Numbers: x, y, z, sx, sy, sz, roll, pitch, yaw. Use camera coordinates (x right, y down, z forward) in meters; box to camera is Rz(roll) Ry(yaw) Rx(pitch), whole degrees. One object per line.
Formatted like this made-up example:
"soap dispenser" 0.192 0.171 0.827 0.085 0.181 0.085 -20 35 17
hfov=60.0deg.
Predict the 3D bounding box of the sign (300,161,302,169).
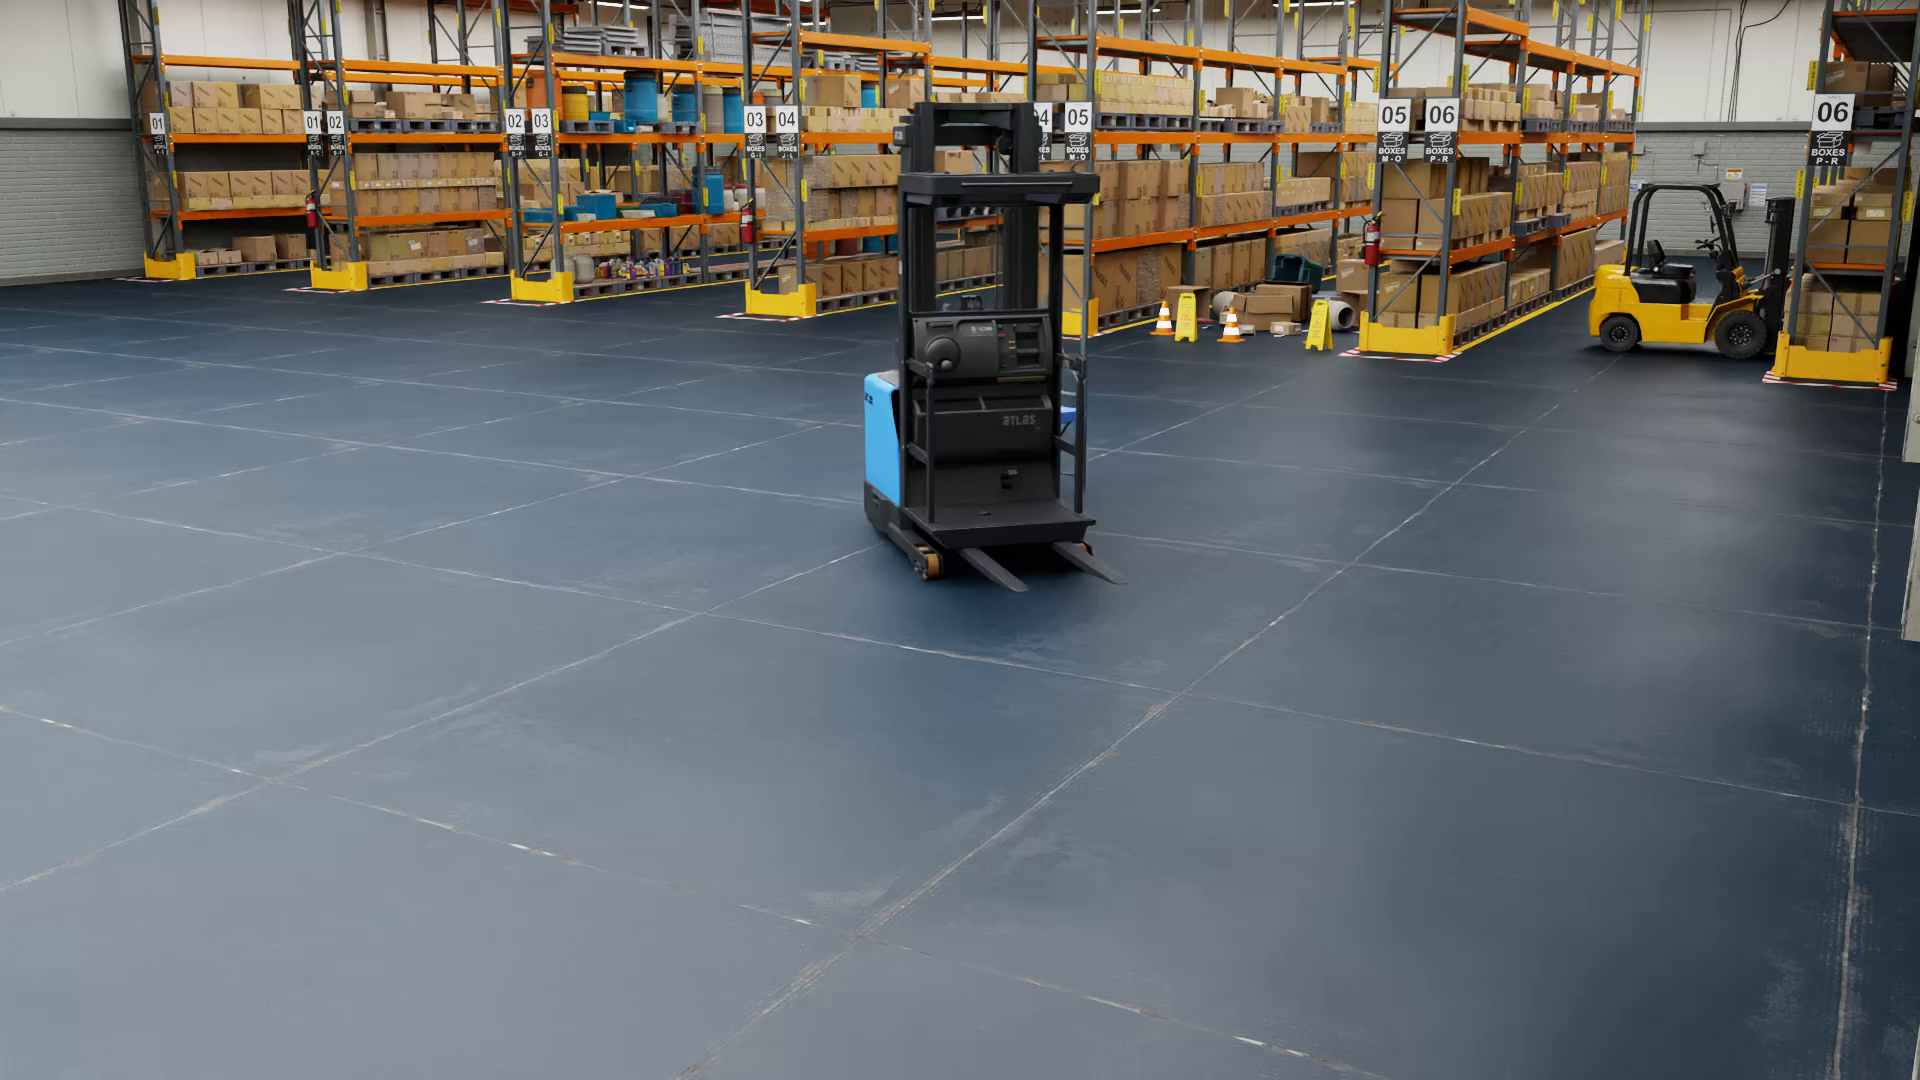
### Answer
"sign" -14.445 -8.164 36.528 0.100 0.325 0.005 7 15 28

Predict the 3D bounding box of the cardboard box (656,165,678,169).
"cardboard box" -8.394 -10.041 46.144 0.980 0.700 0.700 8 16 31

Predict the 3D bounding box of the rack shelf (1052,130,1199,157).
"rack shelf" 2.377 -5.971 25.036 1.077 0.370 4.000 7 15 28

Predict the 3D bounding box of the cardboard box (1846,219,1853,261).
"cardboard box" 10.854 -3.579 19.764 0.500 0.500 0.500 8 16 30

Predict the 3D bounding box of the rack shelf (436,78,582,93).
"rack shelf" -11.057 -11.143 40.940 1.077 0.370 4.000 7 15 28

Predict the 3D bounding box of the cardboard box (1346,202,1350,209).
"cardboard box" 7.914 -6.990 34.665 0.380 0.149 0.250 7 15 26

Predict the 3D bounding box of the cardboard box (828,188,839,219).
"cardboard box" -2.457 -5.454 26.909 0.875 0.500 0.500 7 15 28

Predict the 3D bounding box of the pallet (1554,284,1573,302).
"pallet" 10.106 -4.351 29.131 1.003 0.211 1.213 7 15 28

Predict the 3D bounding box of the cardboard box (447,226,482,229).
"cardboard box" -10.118 -6.151 34.019 0.500 0.500 0.500 7 15 28

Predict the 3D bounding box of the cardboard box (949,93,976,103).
"cardboard box" -0.181 -7.847 30.165 0.797 0.503 0.637 8 16 30

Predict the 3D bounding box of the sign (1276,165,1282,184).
"sign" 5.765 -6.594 30.015 0.100 0.325 0.005 7 15 28

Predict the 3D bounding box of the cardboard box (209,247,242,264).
"cardboard box" -15.203 -5.874 34.297 0.500 0.311 0.500 9 16 33

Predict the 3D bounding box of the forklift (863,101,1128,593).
"forklift" 0.212 -1.278 10.581 1.130 2.935 3.031 -4 14 -16

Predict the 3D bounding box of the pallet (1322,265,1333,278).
"pallet" 6.836 -5.399 33.477 1.003 0.211 1.213 7 15 28

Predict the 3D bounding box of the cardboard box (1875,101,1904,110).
"cardboard box" 12.655 -5.912 22.682 0.380 0.149 0.250 7 15 28

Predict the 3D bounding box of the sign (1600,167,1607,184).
"sign" 12.073 -6.839 31.200 0.100 0.325 0.005 7 15 28

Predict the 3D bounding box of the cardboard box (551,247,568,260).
"cardboard box" -8.711 -6.112 35.457 0.500 0.250 0.500 7 15 26

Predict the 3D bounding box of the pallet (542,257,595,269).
"pallet" -8.709 -6.030 36.095 1.003 0.211 1.213 7 15 28

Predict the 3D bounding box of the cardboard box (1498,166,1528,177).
"cardboard box" 8.263 -5.502 24.827 0.380 0.149 0.250 7 15 28

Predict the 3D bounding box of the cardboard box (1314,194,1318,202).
"cardboard box" 6.824 -6.737 32.717 0.380 0.149 0.250 7 15 25

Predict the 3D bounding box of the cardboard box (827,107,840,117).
"cardboard box" -2.129 -6.800 26.409 0.380 0.149 0.250 8 16 30

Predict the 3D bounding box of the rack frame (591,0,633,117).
"rack frame" -7.686 -10.716 36.782 1.000 3.000 0.127 7 15 28

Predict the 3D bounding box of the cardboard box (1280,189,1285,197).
"cardboard box" 5.816 -6.453 30.903 0.380 0.149 0.250 8 16 31

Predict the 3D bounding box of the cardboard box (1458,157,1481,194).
"cardboard box" 7.057 -5.244 23.904 0.700 0.500 0.500 7 15 28

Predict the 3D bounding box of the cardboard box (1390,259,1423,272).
"cardboard box" 6.070 -3.736 22.618 0.380 0.149 0.250 8 16 30

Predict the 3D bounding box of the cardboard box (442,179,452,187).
"cardboard box" -10.179 -7.002 32.581 0.380 0.149 0.250 8 16 30

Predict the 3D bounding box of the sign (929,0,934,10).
"sign" -0.483 -9.199 28.330 0.100 0.325 0.005 7 15 28

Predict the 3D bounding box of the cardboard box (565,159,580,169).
"cardboard box" -10.092 -9.623 42.559 0.500 0.250 0.500 8 16 29

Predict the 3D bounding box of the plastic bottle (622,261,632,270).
"plastic bottle" -6.194 -5.050 30.955 0.152 0.276 0.135 7 15 28

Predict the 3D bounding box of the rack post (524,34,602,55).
"rack post" -6.742 -8.410 28.285 0.937 0.300 0.954 9 16 34

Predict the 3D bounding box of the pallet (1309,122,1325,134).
"pallet" 6.321 -7.953 32.124 1.213 0.211 1.003 7 15 28

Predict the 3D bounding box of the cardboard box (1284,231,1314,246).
"cardboard box" 6.569 -5.872 32.329 0.500 0.250 0.500 7 15 26

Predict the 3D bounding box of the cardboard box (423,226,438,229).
"cardboard box" -12.677 -7.112 39.030 0.700 0.500 0.500 7 15 28

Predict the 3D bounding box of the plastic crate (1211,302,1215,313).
"plastic crate" 4.406 -3.750 26.564 0.662 0.188 0.450 -8 6 -30

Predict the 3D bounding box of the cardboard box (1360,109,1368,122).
"cardboard box" 8.154 -8.817 34.561 0.500 0.250 0.500 8 16 29

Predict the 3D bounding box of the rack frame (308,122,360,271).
"rack frame" -11.553 -6.158 30.677 1.000 3.000 0.127 7 15 28

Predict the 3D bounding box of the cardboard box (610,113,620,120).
"cardboard box" -7.856 -9.289 36.689 0.500 0.250 0.500 6 15 24

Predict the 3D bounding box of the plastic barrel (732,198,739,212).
"plastic barrel" -4.511 -6.604 32.820 0.301 0.262 0.301 0 14 0

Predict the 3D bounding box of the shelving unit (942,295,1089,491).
"shelving unit" 0.428 -1.086 12.837 1.048 1.500 0.538 -11 17 -38

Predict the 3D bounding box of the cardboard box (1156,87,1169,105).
"cardboard box" 2.842 -6.719 25.181 0.500 0.250 0.500 7 15 28

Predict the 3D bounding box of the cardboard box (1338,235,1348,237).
"cardboard box" 8.285 -6.606 36.451 0.380 0.149 0.250 7 15 25

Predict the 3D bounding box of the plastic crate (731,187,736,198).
"plastic crate" -4.401 -6.972 33.915 0.402 0.464 0.583 7 15 28

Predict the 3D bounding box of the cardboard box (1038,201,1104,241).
"cardboard box" 1.550 -4.606 23.921 0.875 0.550 0.550 7 15 28

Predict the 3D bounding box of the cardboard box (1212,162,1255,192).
"cardboard box" 4.808 -6.433 29.472 0.700 0.500 0.500 7 15 27

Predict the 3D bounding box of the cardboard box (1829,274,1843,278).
"cardboard box" 11.564 -3.461 22.327 0.500 0.250 0.500 7 15 27

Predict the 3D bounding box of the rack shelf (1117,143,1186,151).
"rack shelf" 3.885 -9.016 37.665 1.077 0.370 4.000 7 15 28

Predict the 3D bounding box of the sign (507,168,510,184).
"sign" -9.133 -7.376 33.711 0.100 0.325 0.005 7 15 28

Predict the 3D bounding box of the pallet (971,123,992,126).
"pallet" -0.059 -7.550 30.452 1.213 0.211 1.003 7 15 28

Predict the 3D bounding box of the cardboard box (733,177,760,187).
"cardboard box" -5.267 -8.742 41.183 0.500 0.500 0.500 8 16 30

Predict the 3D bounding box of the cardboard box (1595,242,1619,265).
"cardboard box" 12.860 -5.818 33.837 0.875 0.438 0.875 8 16 30

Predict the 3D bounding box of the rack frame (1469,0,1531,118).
"rack frame" 7.726 -7.649 24.062 1.000 3.000 0.127 7 15 28

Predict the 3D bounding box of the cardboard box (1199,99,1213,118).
"cardboard box" 3.998 -7.325 28.198 0.500 0.311 0.500 7 15 26

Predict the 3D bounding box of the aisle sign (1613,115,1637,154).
"aisle sign" 13.833 -8.438 34.588 0.394 0.787 0.004 7 15 28

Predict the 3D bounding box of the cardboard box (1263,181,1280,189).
"cardboard box" 5.672 -6.539 30.626 0.380 0.149 0.250 7 15 28

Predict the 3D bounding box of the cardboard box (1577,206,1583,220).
"cardboard box" 10.843 -5.868 29.795 0.500 0.250 0.500 7 15 28
